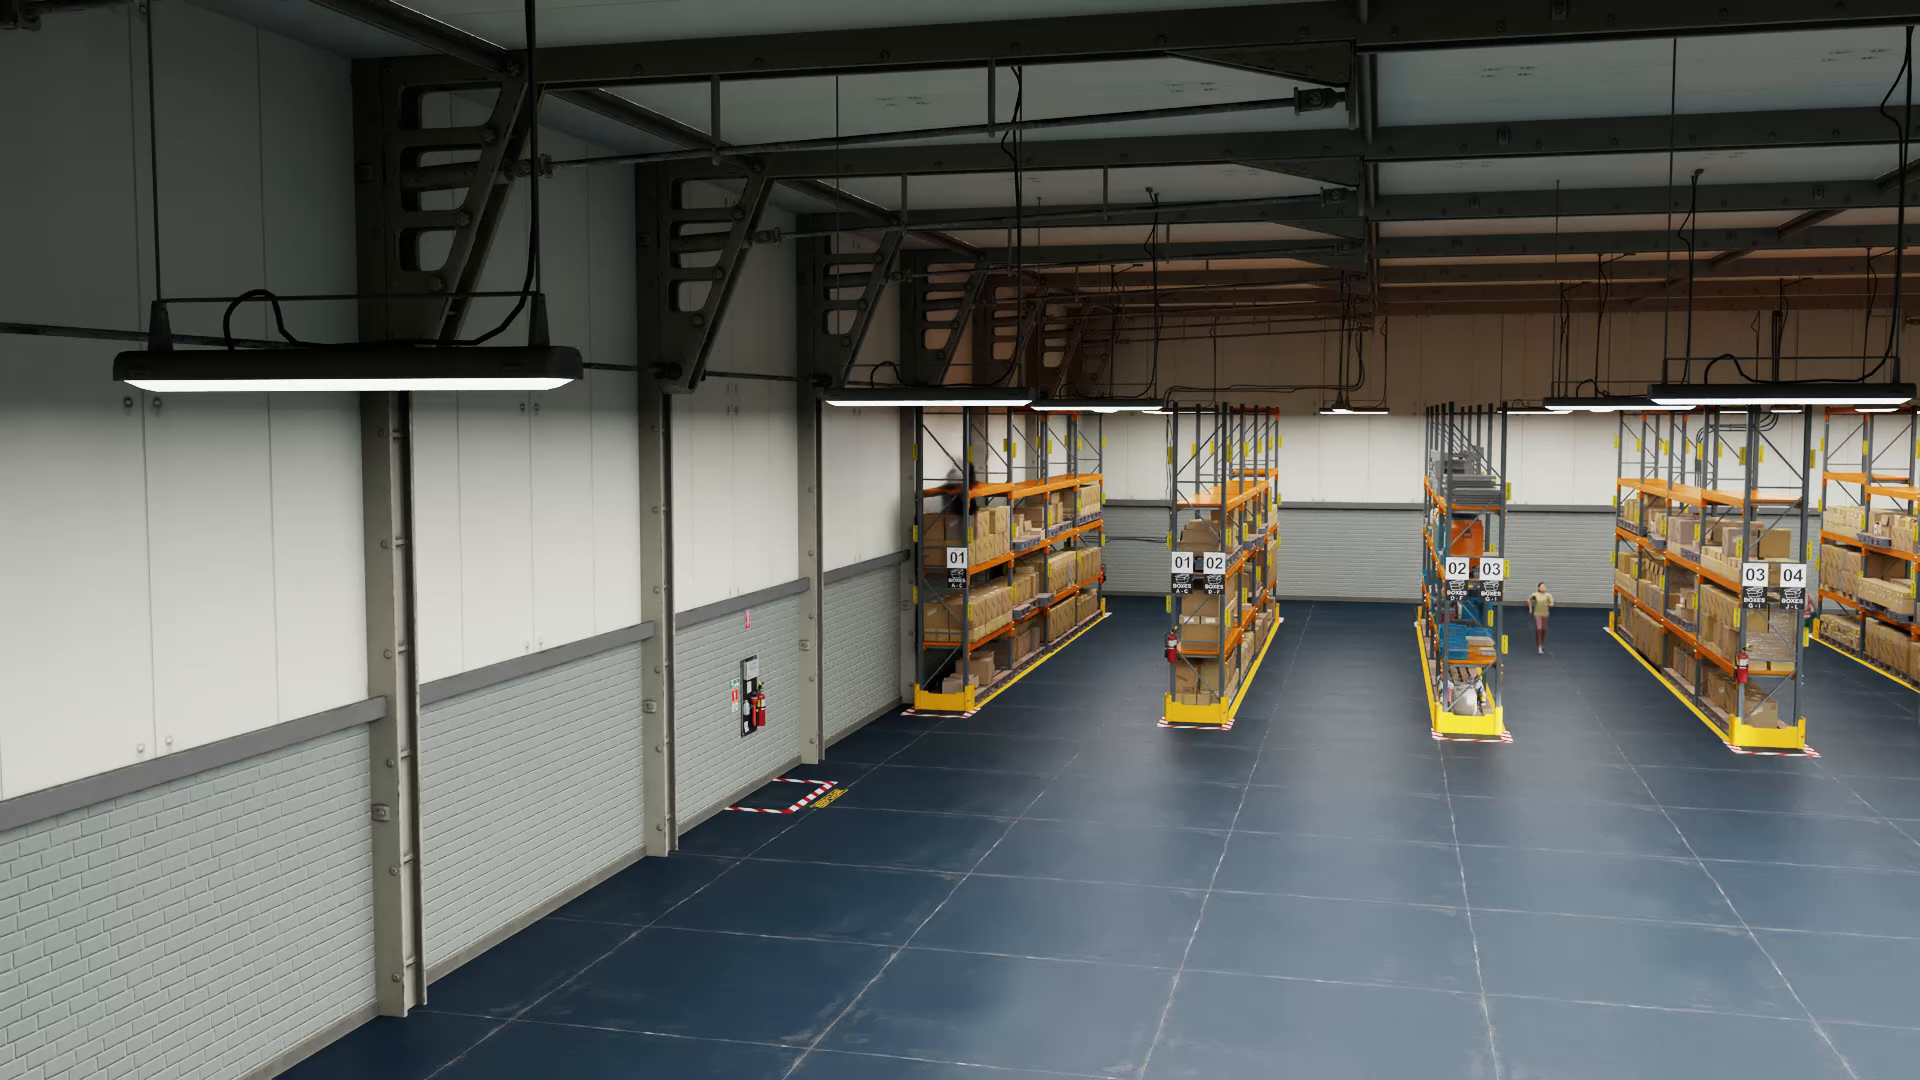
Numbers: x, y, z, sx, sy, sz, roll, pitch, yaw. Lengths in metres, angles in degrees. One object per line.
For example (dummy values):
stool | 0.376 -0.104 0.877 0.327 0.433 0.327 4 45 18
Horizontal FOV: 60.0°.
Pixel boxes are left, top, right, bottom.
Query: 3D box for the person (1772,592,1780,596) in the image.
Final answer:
person | 20.850 1.720 42.815 0.741 1.687 0.605 3 5 31

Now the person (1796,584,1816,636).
person | 20.266 1.884 40.048 0.647 1.789 0.702 1 4 12

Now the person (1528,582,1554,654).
person | 14.196 1.875 40.608 0.555 1.709 0.854 0 4 5
